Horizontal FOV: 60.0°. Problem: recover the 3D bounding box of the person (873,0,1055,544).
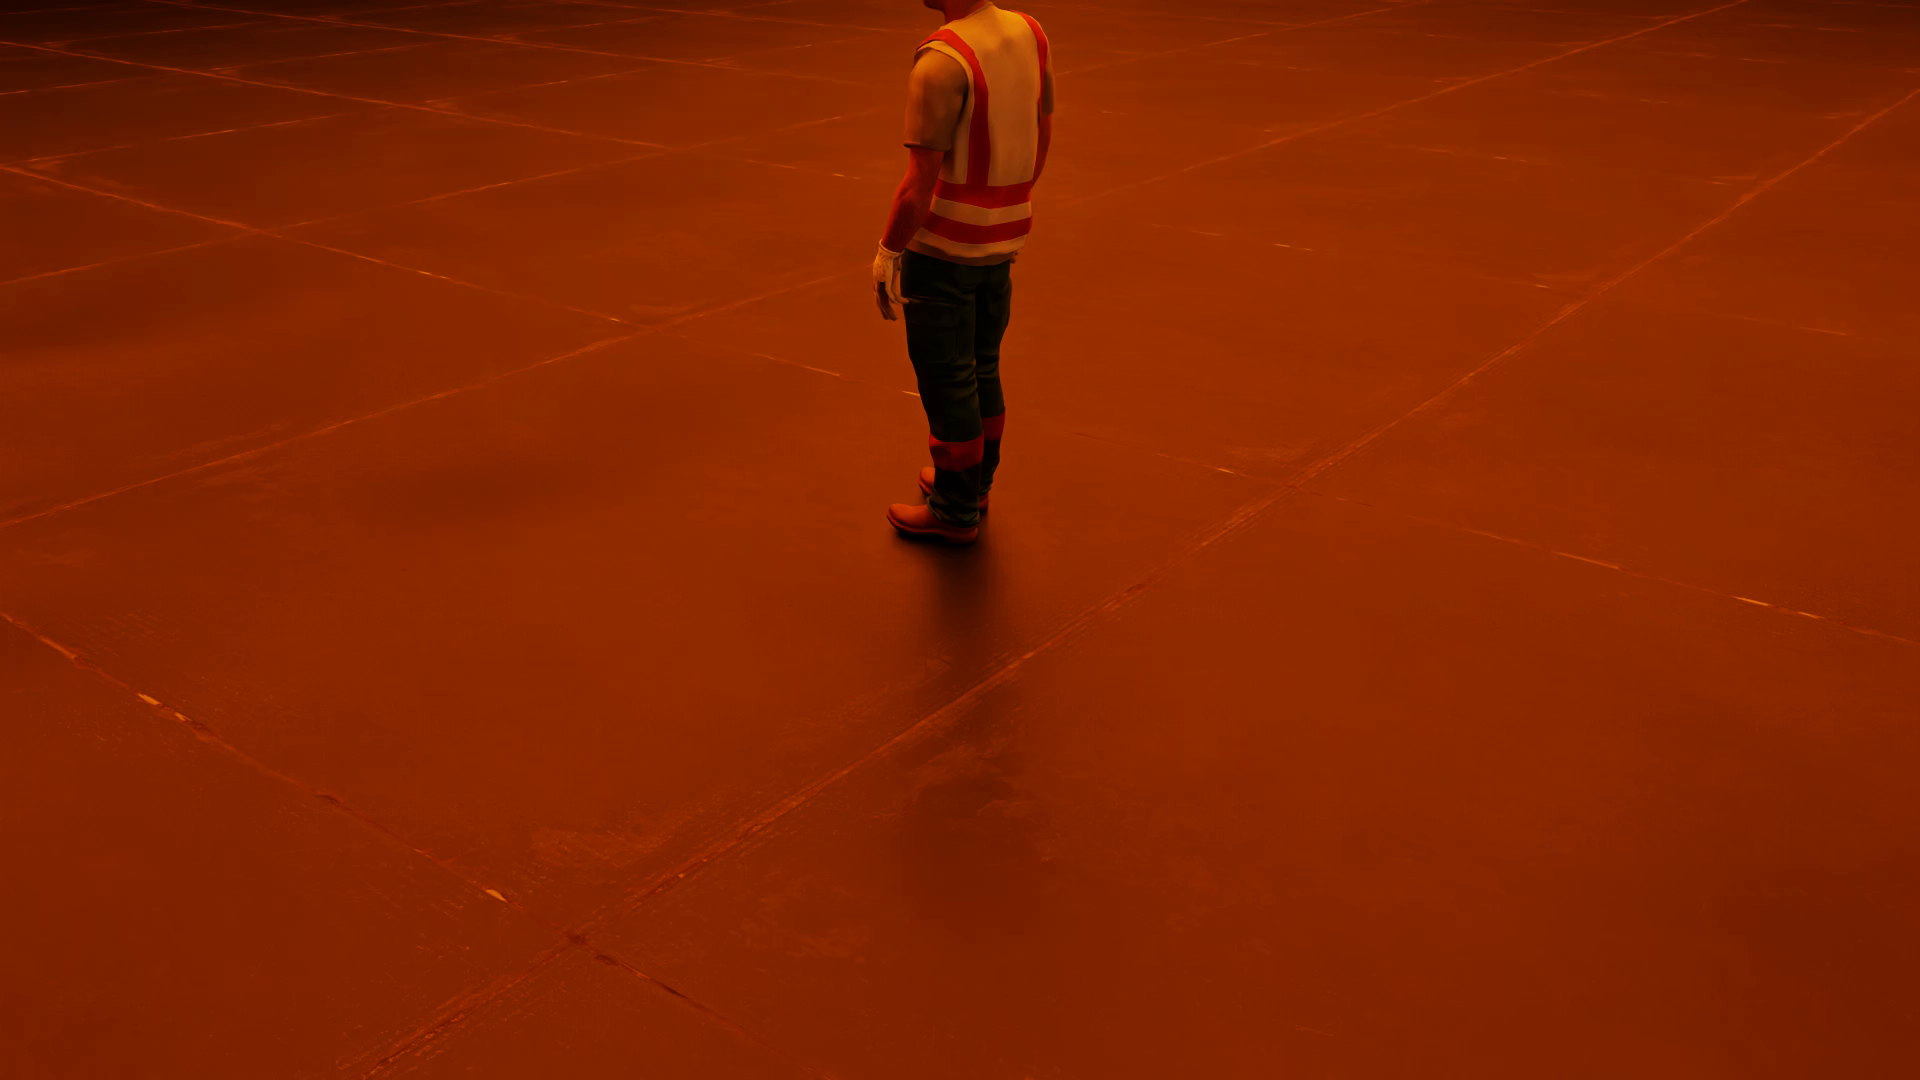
[{"bbox_3d":[-0.056,-0.851,4.709,0.564,1.787,0.637,17,29,34],"label":"person"}]
